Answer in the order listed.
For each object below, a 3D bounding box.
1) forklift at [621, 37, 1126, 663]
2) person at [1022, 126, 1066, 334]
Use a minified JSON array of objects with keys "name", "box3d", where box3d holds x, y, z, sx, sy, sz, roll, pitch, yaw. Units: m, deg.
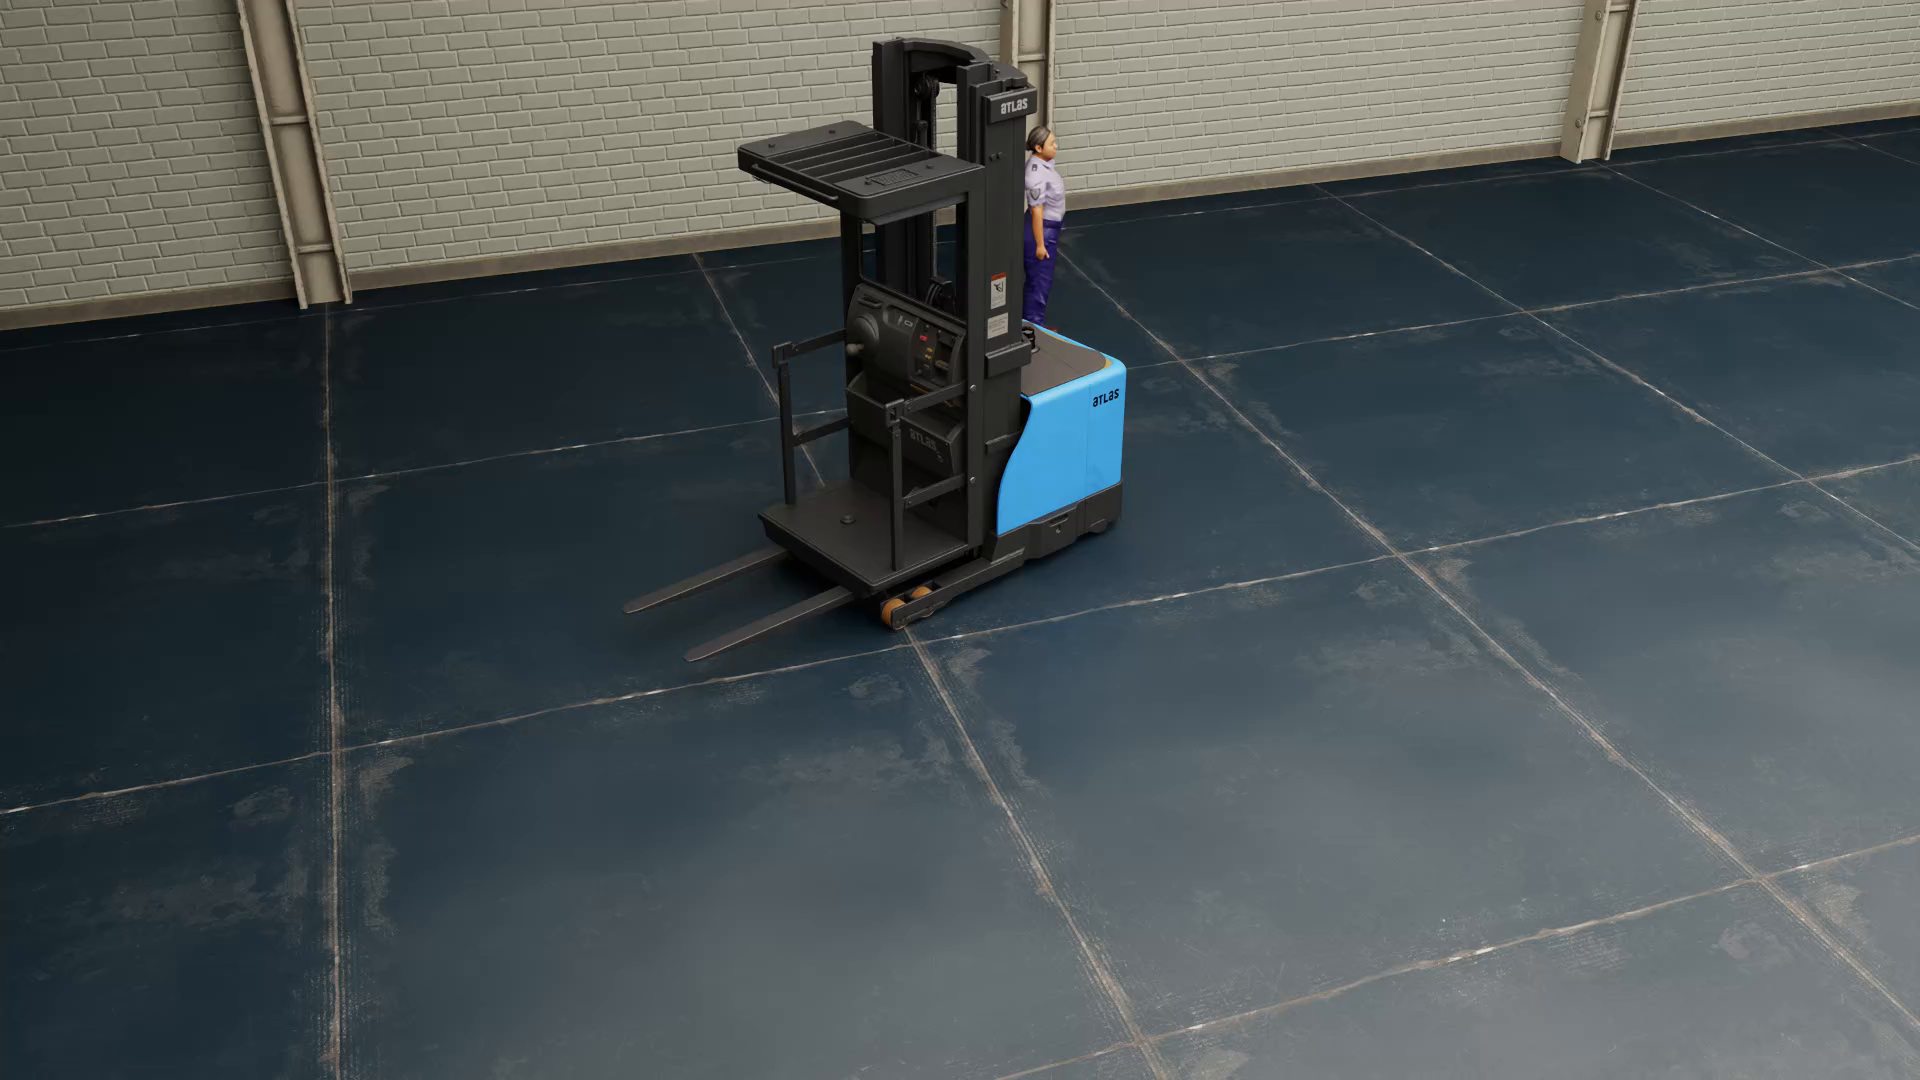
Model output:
[{"name":"forklift","box3d":[-0.461,-1.072,8.951,3.031,2.935,1.130,-23,37,-34]},{"name":"person","box3d":[0.594,-2.227,12.249,0.348,1.653,0.479,1,30,1]}]
